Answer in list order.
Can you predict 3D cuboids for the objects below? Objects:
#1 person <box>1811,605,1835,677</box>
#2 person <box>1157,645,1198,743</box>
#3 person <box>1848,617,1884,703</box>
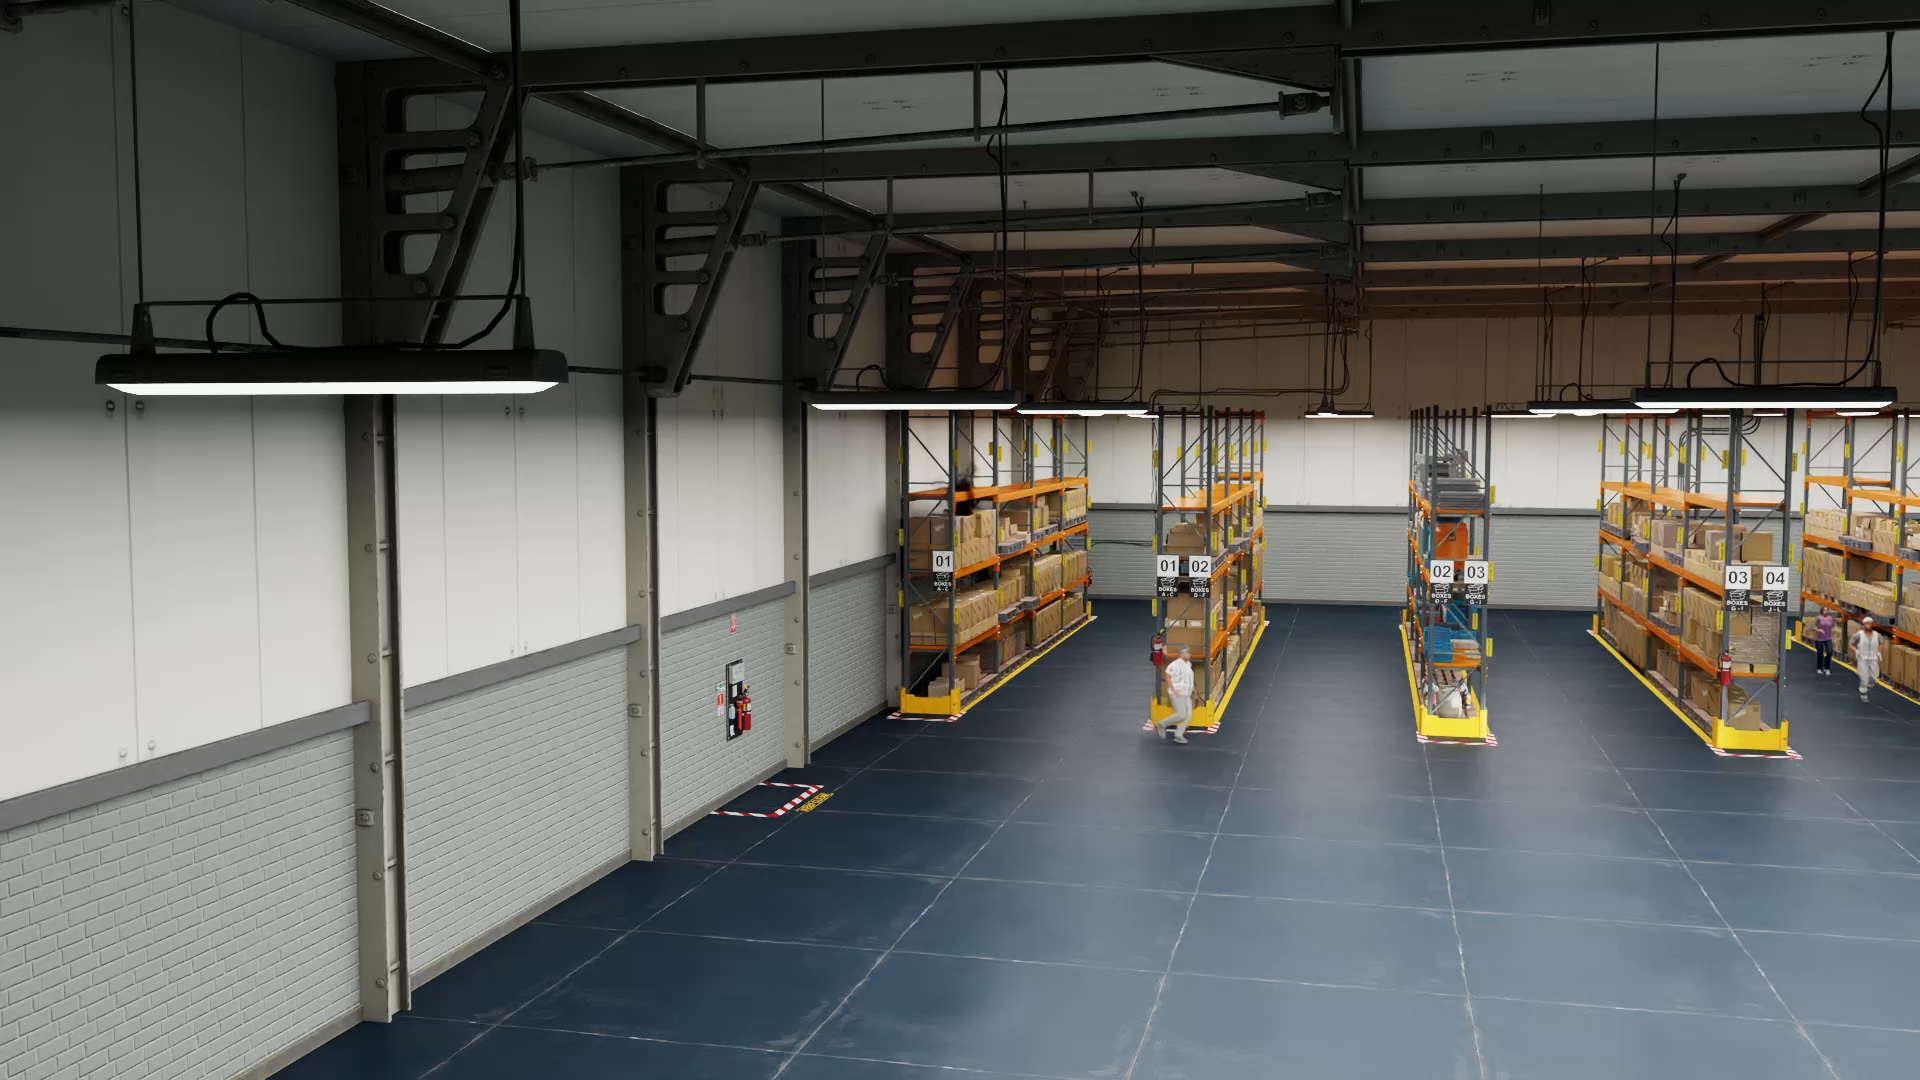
[{"bbox_3d":[19.335,2.264,37.232,0.526,1.613,0.674,1,4,14],"label":"person"},{"bbox_3d":[3.938,2.729,29.774,0.599,1.723,0.718,3,5,40],"label":"person"},{"bbox_3d":[18.378,2.438,33.668,0.676,1.746,0.588,1,4,14],"label":"person"}]
